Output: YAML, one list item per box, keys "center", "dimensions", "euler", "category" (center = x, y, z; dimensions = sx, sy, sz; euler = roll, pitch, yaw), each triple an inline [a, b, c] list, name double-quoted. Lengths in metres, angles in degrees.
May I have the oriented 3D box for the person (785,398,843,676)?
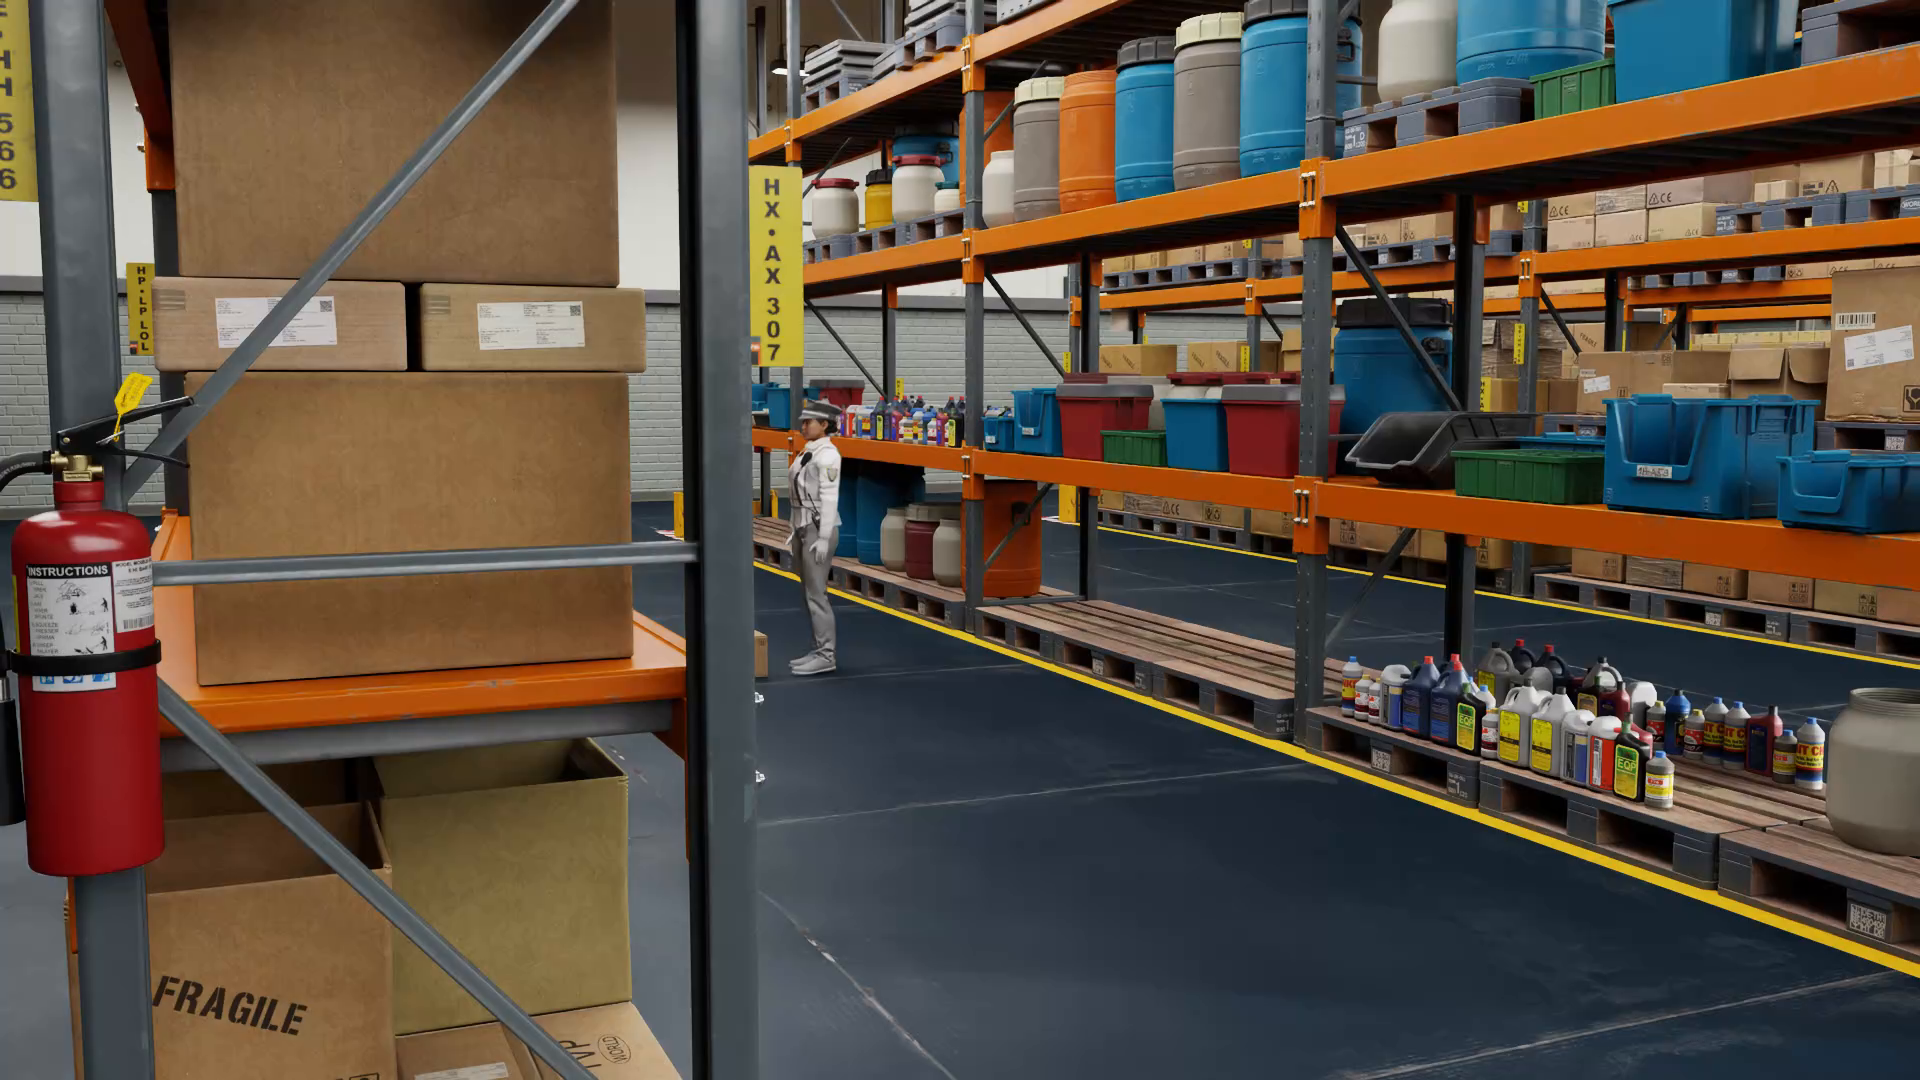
- center: [-0.900, -0.027, 10.214]
  dimensions: [0.362, 1.691, 0.482]
  euler: [-2, 6, -22]
  category: "person"
